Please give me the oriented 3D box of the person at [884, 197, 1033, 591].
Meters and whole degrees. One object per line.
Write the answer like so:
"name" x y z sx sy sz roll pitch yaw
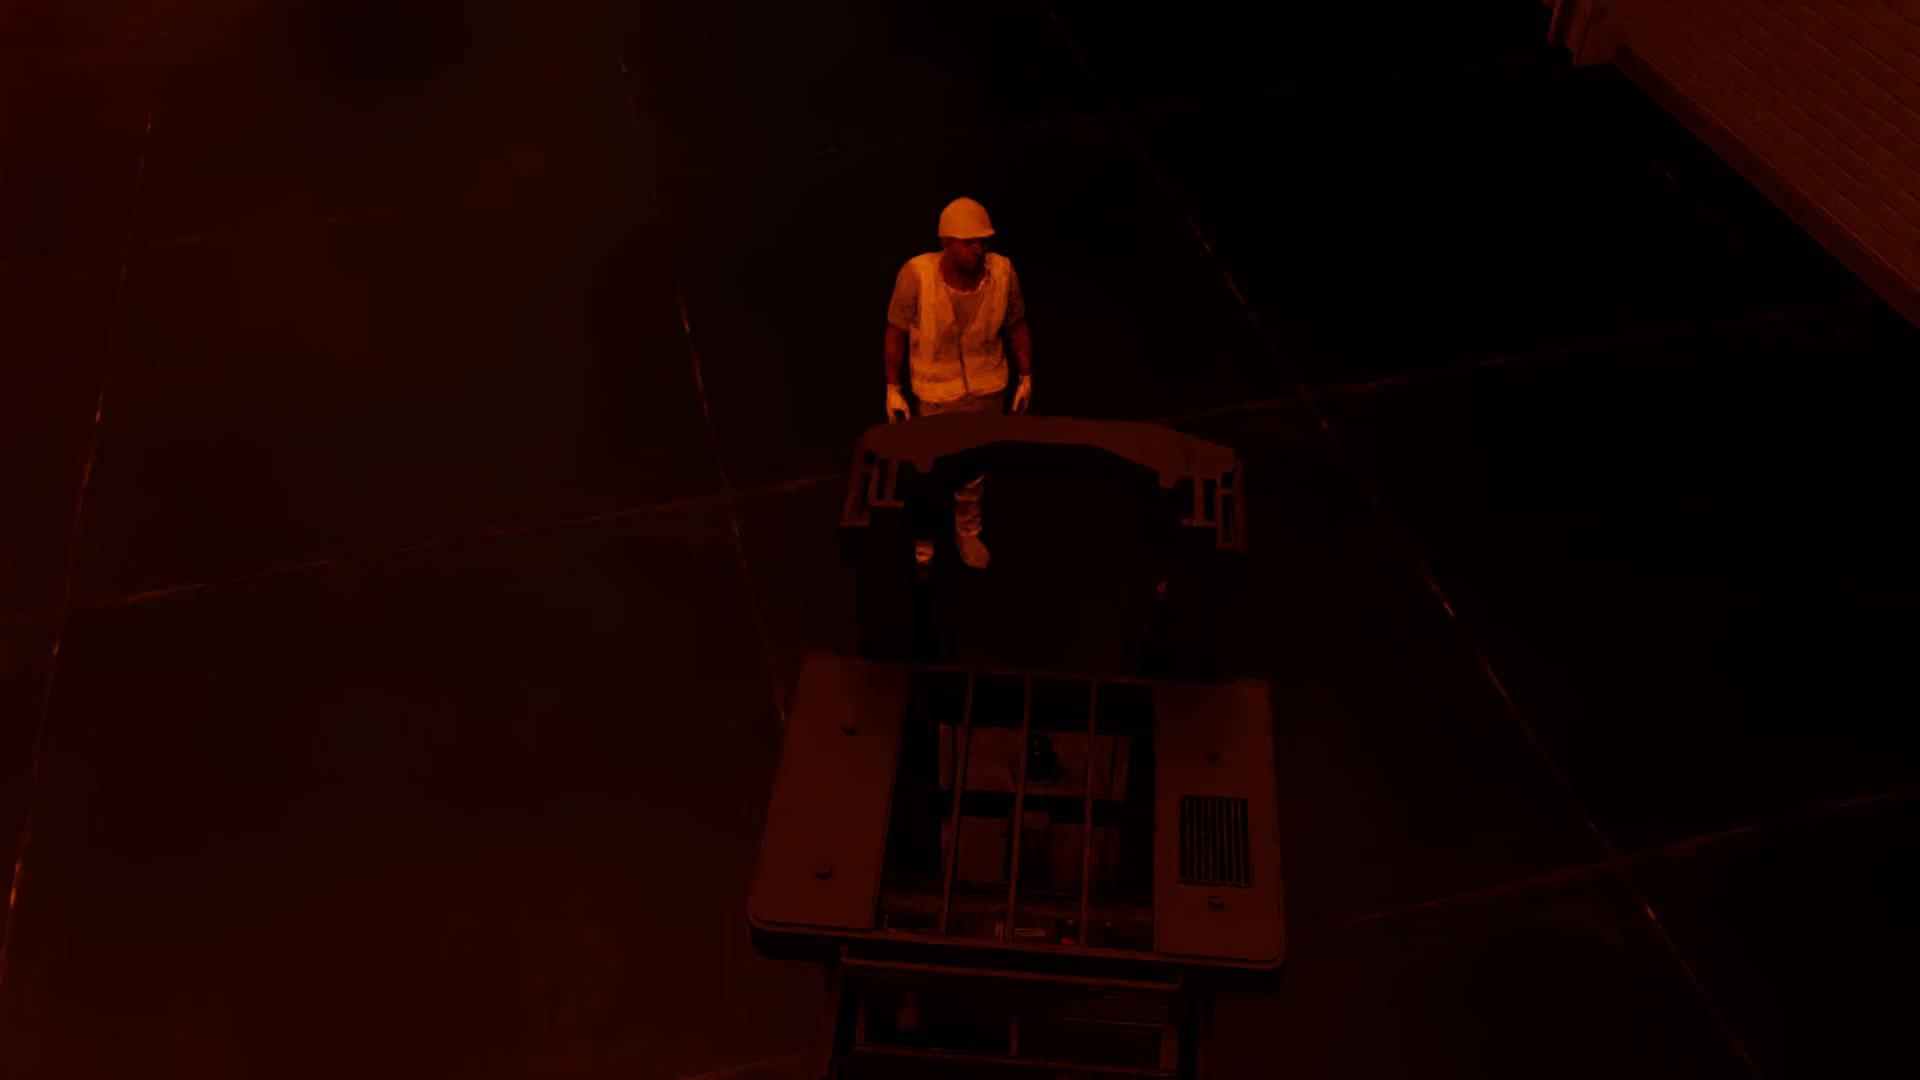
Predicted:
"person" 0.011 -0.604 7.110 0.655 1.782 0.576 -10 44 -11

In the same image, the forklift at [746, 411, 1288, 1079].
"forklift" 0.146 1.241 4.333 1.130 2.935 3.031 4 44 4
